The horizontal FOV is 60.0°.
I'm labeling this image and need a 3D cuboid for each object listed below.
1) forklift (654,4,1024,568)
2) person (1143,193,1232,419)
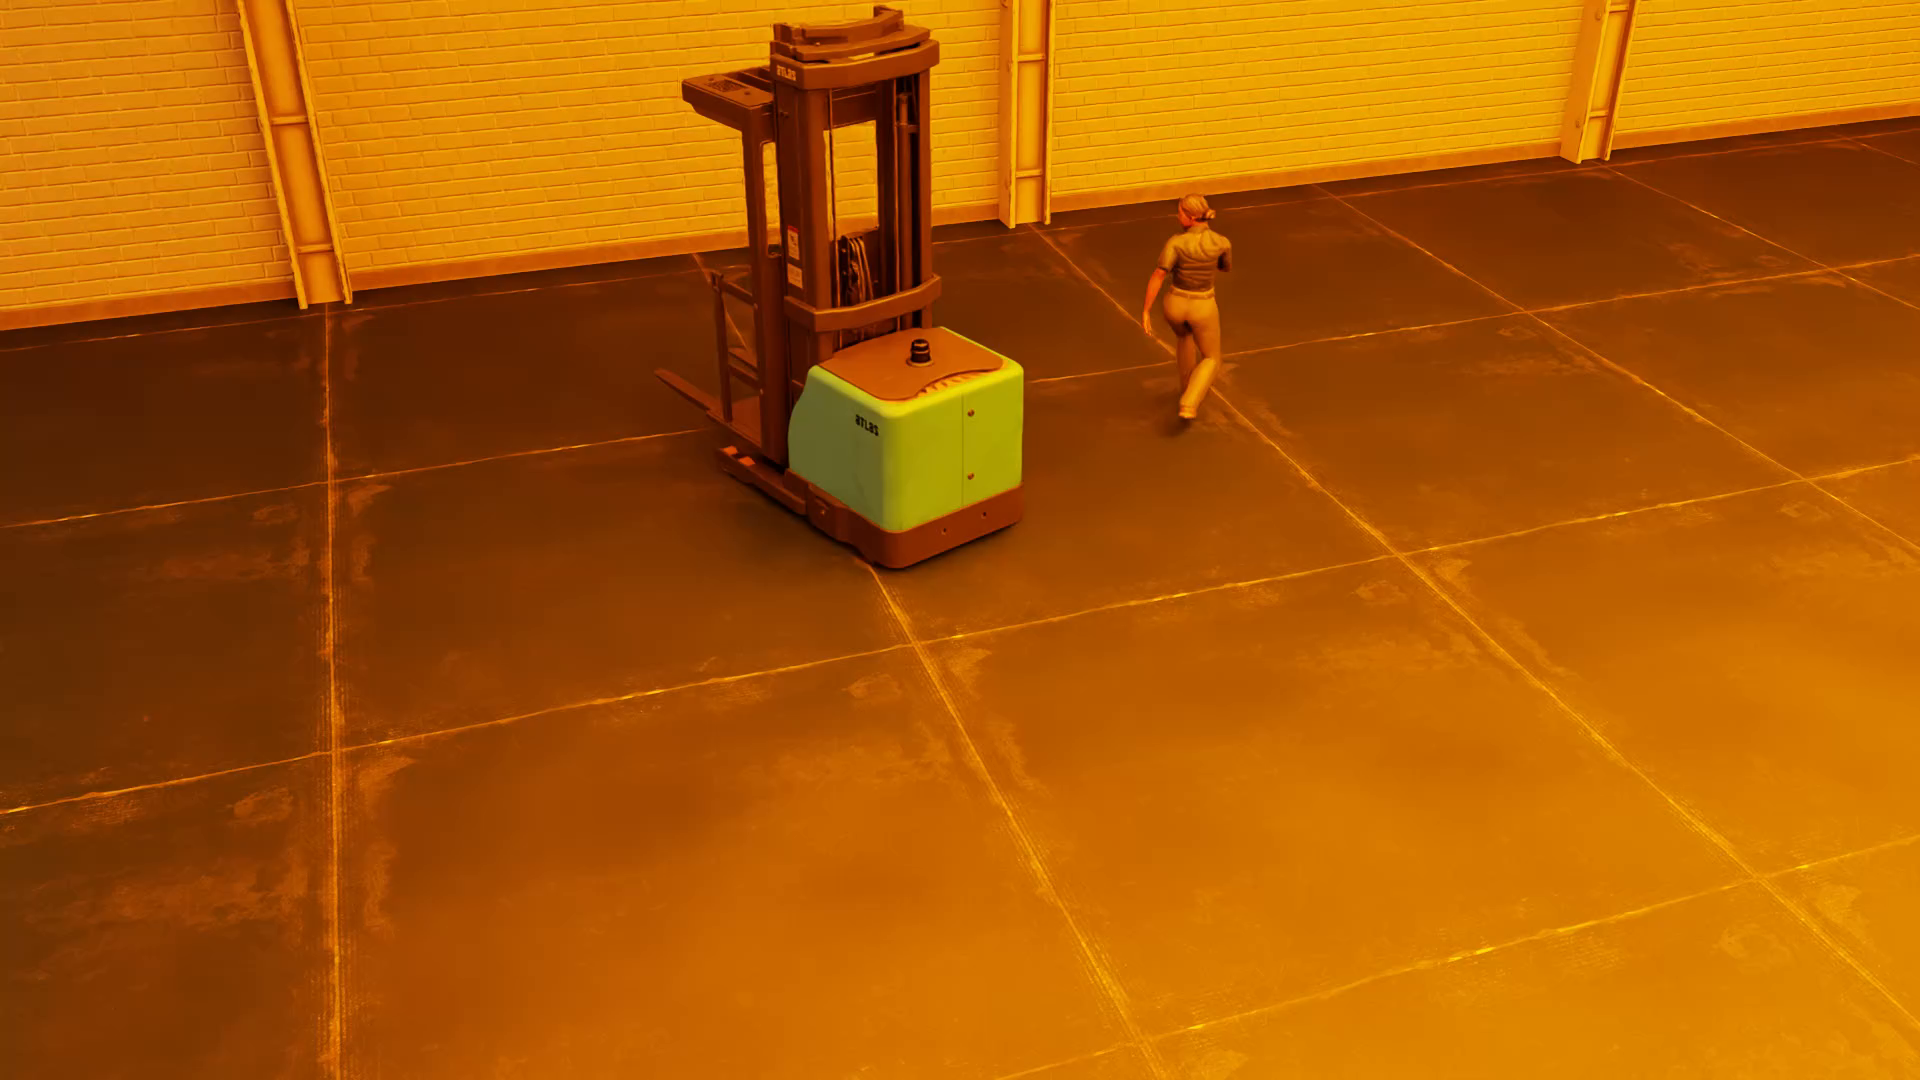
[{"bbox_3d":[-0.930,-1.774,10.170,1.130,2.935,3.031,-22,37,-33],"label":"forklift"},{"bbox_3d":[1.550,-1.576,11.222,0.493,1.581,0.821,10,31,16],"label":"person"}]
